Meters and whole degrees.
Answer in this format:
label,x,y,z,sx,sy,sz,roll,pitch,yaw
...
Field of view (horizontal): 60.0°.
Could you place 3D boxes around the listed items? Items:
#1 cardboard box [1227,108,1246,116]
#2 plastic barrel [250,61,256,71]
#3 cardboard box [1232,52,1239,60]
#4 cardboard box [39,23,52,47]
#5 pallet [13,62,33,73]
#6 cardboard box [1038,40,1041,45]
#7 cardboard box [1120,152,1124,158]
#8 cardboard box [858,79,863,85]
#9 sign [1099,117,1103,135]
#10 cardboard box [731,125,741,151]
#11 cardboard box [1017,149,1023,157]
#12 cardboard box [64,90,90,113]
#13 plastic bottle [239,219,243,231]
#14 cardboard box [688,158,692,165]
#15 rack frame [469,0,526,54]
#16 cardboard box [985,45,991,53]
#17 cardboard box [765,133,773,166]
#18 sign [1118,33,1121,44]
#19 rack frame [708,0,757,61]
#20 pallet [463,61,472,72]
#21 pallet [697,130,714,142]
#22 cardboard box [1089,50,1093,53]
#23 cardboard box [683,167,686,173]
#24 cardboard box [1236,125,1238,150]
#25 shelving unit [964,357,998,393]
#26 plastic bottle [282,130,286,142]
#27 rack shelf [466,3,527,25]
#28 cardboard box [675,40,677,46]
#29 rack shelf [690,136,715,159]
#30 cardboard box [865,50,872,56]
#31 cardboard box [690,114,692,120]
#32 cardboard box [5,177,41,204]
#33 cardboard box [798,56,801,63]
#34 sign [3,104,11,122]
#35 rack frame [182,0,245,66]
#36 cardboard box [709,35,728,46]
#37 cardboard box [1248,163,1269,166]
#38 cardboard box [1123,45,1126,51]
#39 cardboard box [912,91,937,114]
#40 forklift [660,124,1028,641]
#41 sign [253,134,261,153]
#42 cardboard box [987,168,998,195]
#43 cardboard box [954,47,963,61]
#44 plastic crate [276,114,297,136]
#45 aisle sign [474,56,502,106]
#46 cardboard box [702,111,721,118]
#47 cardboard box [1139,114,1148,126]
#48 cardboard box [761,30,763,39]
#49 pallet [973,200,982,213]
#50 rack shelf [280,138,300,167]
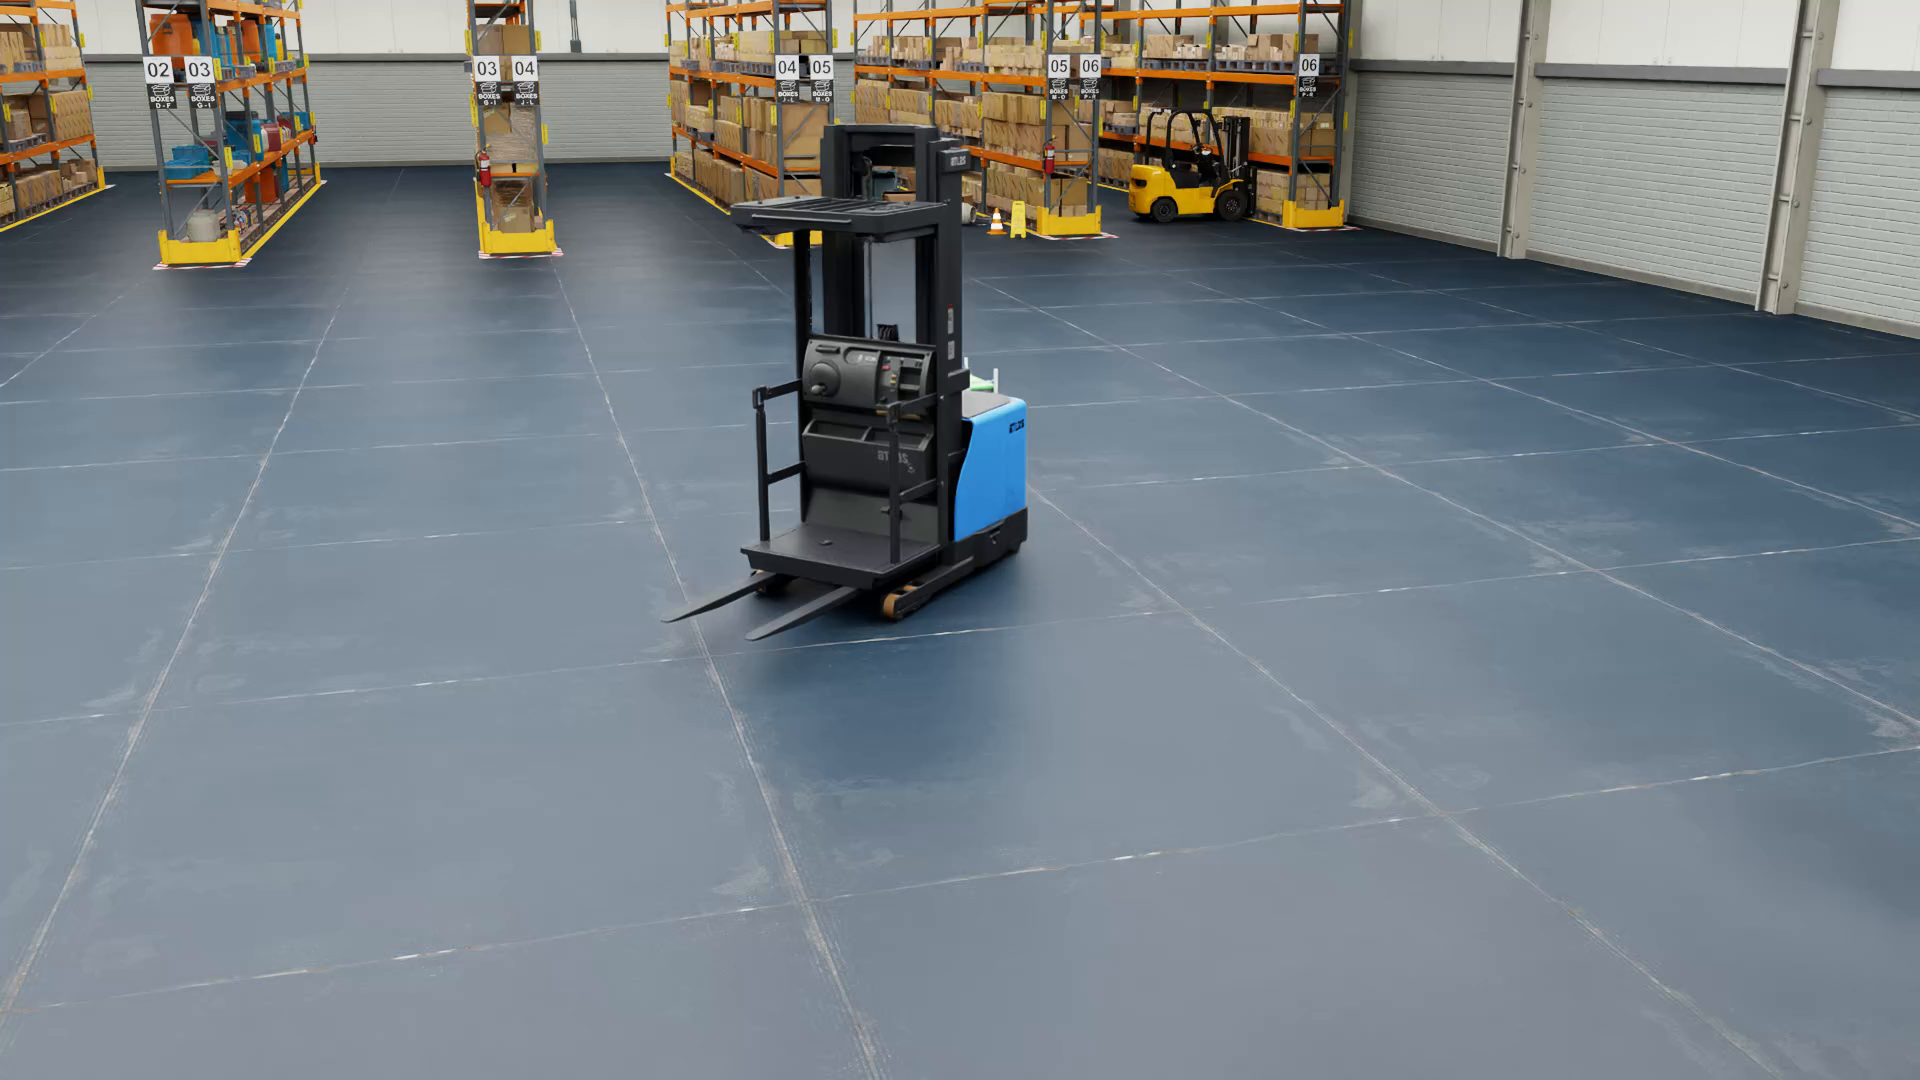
label,x,y,z,sx,sy,sz,roll,pitch,yaw
cardboard box,5.728,-8.796,34.204,0.380,0.149,0.250,-4,17,-14
plastic barrel,-13.872,-9.196,32.380,0.301,0.262,0.301,0,17,0
cardboard box,5.758,-9.826,33.768,0.380,0.149,0.250,-4,17,-14
cardboard box,-20.480,-11.120,36.630,0.700,0.500,0.500,-5,17,-15
pallet,-19.909,-9.749,34.307,1.213,0.211,1.003,-5,17,-15
cardboard box,2.420,-13.403,45.017,0.500,0.250,0.500,-5,17,-16
cardboard box,4.103,-9.308,40.214,0.380,0.149,0.250,-5,18,-17
cardboard box,-2.522,-12.265,44.529,0.380,0.149,0.250,-4,17,-14
sign,2.565,-7.579,30.465,0.100,0.325,0.005,-5,17,-15
cardboard box,-4.327,-8.120,33.595,0.500,0.500,0.500,-5,17,-16
cardboard box,1.316,-7.436,31.930,0.380,0.149,0.250,-5,17,-16
cardboard box,-21.021,-10.407,39.472,0.500,0.500,0.500,-5,17,-16
plastic bottle,-12.540,-5.471,28.931,0.097,0.271,0.097,0,17,0
cardboard box,-6.517,-9.356,41.076,0.380,0.149,0.250,-5,17,-16
rack frame,-8.584,-10.318,30.658,1.000,3.000,0.127,-5,17,-15
cardboard box,0.717,-9.813,33.244,0.380,0.149,0.250,-5,17,-16
cardboard box,-3.006,-7.024,29.859,0.875,0.550,0.550,-5,17,-15
sign,4.050,-12.752,42.393,0.100,0.325,0.005,-5,17,-15
rack frame,-4.887,-11.788,35.554,1.000,3.000,0.127,-5,17,-15
pallet,-9.911,-10.071,35.379,1.213,0.211,1.003,-4,17,-13
pallet,-5.185,-9.012,37.073,1.213,0.211,1.003,-5,17,-15
cardboard box,3.406,-12.072,41.246,0.380,0.149,0.250,-4,17,-14
cardboard box,-6.811,-9.367,42.146,0.380,0.149,0.250,-5,17,-15
cardboard box,5.886,-8.243,34.007,0.500,0.500,0.500,-5,17,-16
shelving unit,0.050,-0.693,12.172,0.258,1.200,0.503,-8,18,-24
plastic bottle,-14.850,-8.845,36.400,0.152,0.276,0.135,-5,17,-15
rack shelf,-9.134,-10.335,32.661,1.077,0.370,4.000,-5,17,-15
cardboard box,-6.938,-12.452,41.677,0.380,0.149,0.250,-4,17,-14
rack shelf,-5.436,-9.124,38.362,1.077,0.370,4.000,-5,17,-15
cardboard box,-2.276,-12.793,43.647,0.380,0.149,0.250,-4,17,-13
cardboard box,-6.103,-9.885,38.835,0.380,0.149,0.250,-5,18,-18
cardboard box,-19.342,-7.214,34.335,0.500,0.500,0.500,-5,17,-16
cardboard box,-2.683,-8.598,29.679,0.380,0.149,0.250,-5,17,-15
sign,-18.676,-8.368,32.583,0.100,0.325,0.005,-5,17,-15
rack frame,-13.346,-9.926,29.355,1.000,3.000,0.127,-5,17,-15
cardboard box,-5.248,-10.858,36.165,0.396,0.266,0.258,-5,17,-15
cardboard box,6.191,-7.725,34.766,0.500,0.250,0.500,-5,17,-16
cardboard box,4.116,-11.722,39.598,0.380,0.149,0.250,-5,17,-16
cardboard box,-0.827,-10.263,38.991,0.500,0.500,0.500,-5,17,-15
forklift,-0.696,-1.055,10.370,1.130,2.935,3.031,9,19,28
sign,-12.814,-7.226,30.313,0.100,0.325,0.005,-5,17,-15
cardboard box,0.847,-7.287,33.743,0.500,0.500,0.500,-4,17,-13
cardboard box,0.292,-10.401,35.970,0.797,0.503,0.637,-5,17,-15
plastic crate,-15.549,-9.592,38.455,0.402,0.464,0.583,-5,17,-15
aisle sign,-7.756,-7.542,27.328,0.394,0.787,0.004,-5,17,-15
cardboard box,-5.462,-9.380,36.638,0.380,0.149,0.250,-5,18,-17
cardboard box,4.480,-9.751,38.593,0.500,0.250,0.500,-5,17,-15
cardboard box,-3.317,-8.927,29.391,0.380,0.149,0.250,-4,17,-14
pallet,0.729,-7.108,35.247,1.003,0.211,1.213,-5,17,-15
rack shelf,-14.995,-8.368,35.846,1.077,0.370,4.000,-5,17,-15
